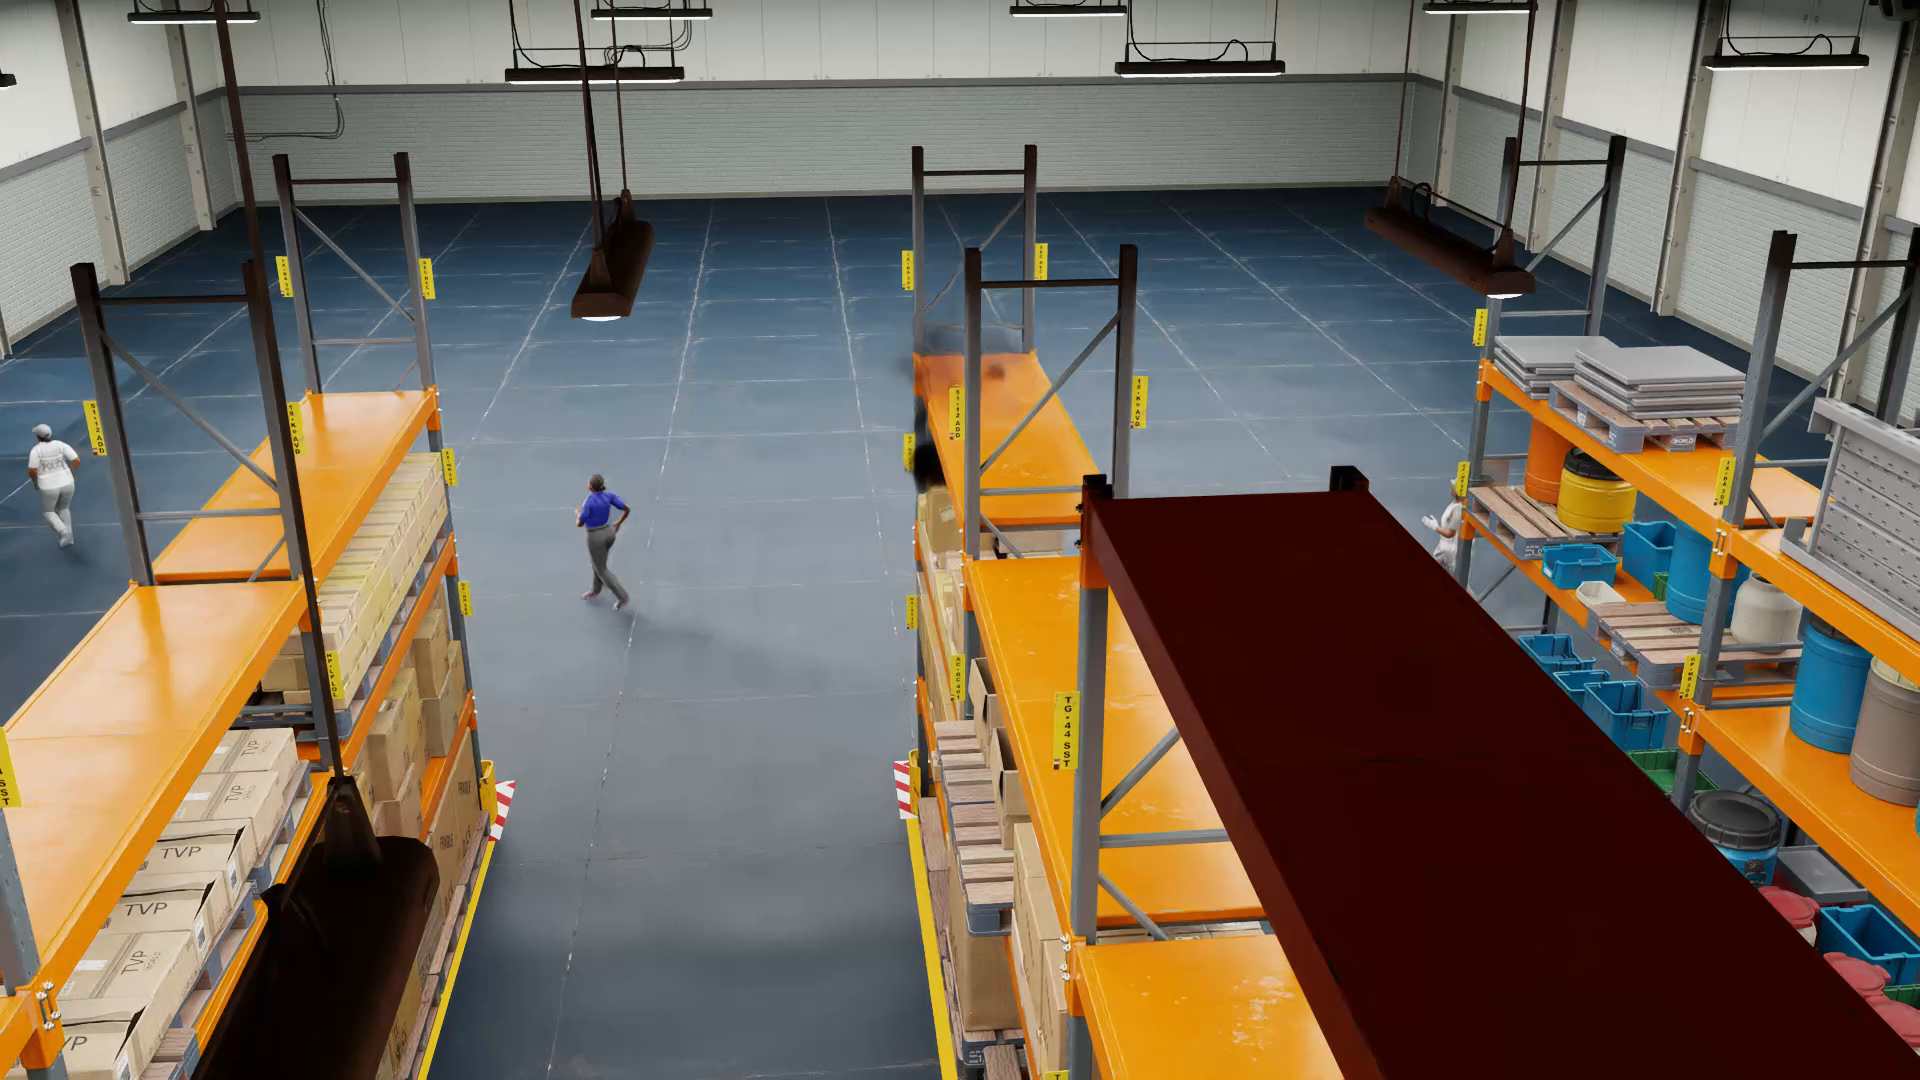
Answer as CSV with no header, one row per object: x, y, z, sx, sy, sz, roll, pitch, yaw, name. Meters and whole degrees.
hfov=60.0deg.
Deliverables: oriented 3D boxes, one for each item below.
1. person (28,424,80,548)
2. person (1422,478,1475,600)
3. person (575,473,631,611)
-11.479,-0.680,21.155,0.583,1.636,0.628,18,28,37,person
5.622,0.116,18.929,0.770,1.834,0.666,7,23,17,person
-4.168,0.011,19.319,0.908,1.672,0.566,13,25,29,person
